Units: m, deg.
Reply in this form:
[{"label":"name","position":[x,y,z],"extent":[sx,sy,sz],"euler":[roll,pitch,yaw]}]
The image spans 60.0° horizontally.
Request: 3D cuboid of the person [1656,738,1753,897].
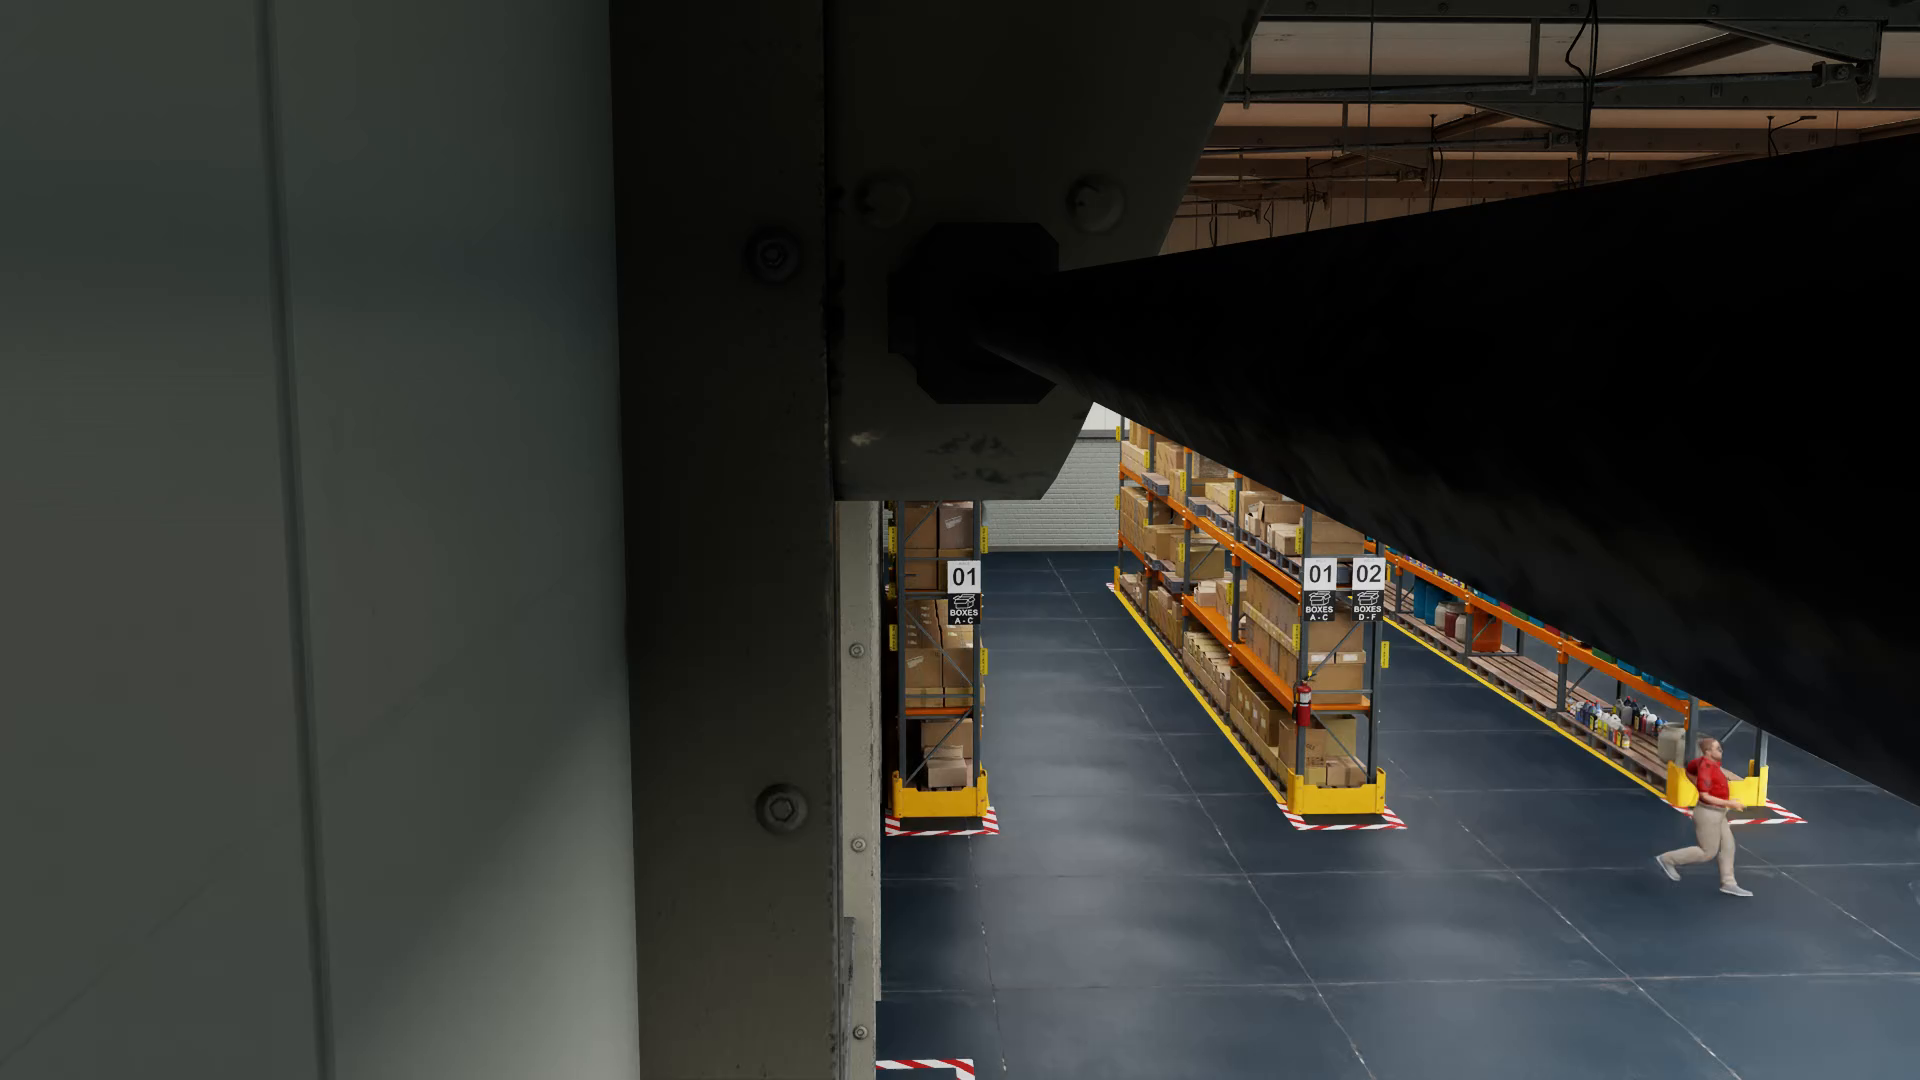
[{"label":"person","position":[8.005,2.951,17.790],"extent":[0.965,1.705,0.677],"euler":[4,9,25]}]
